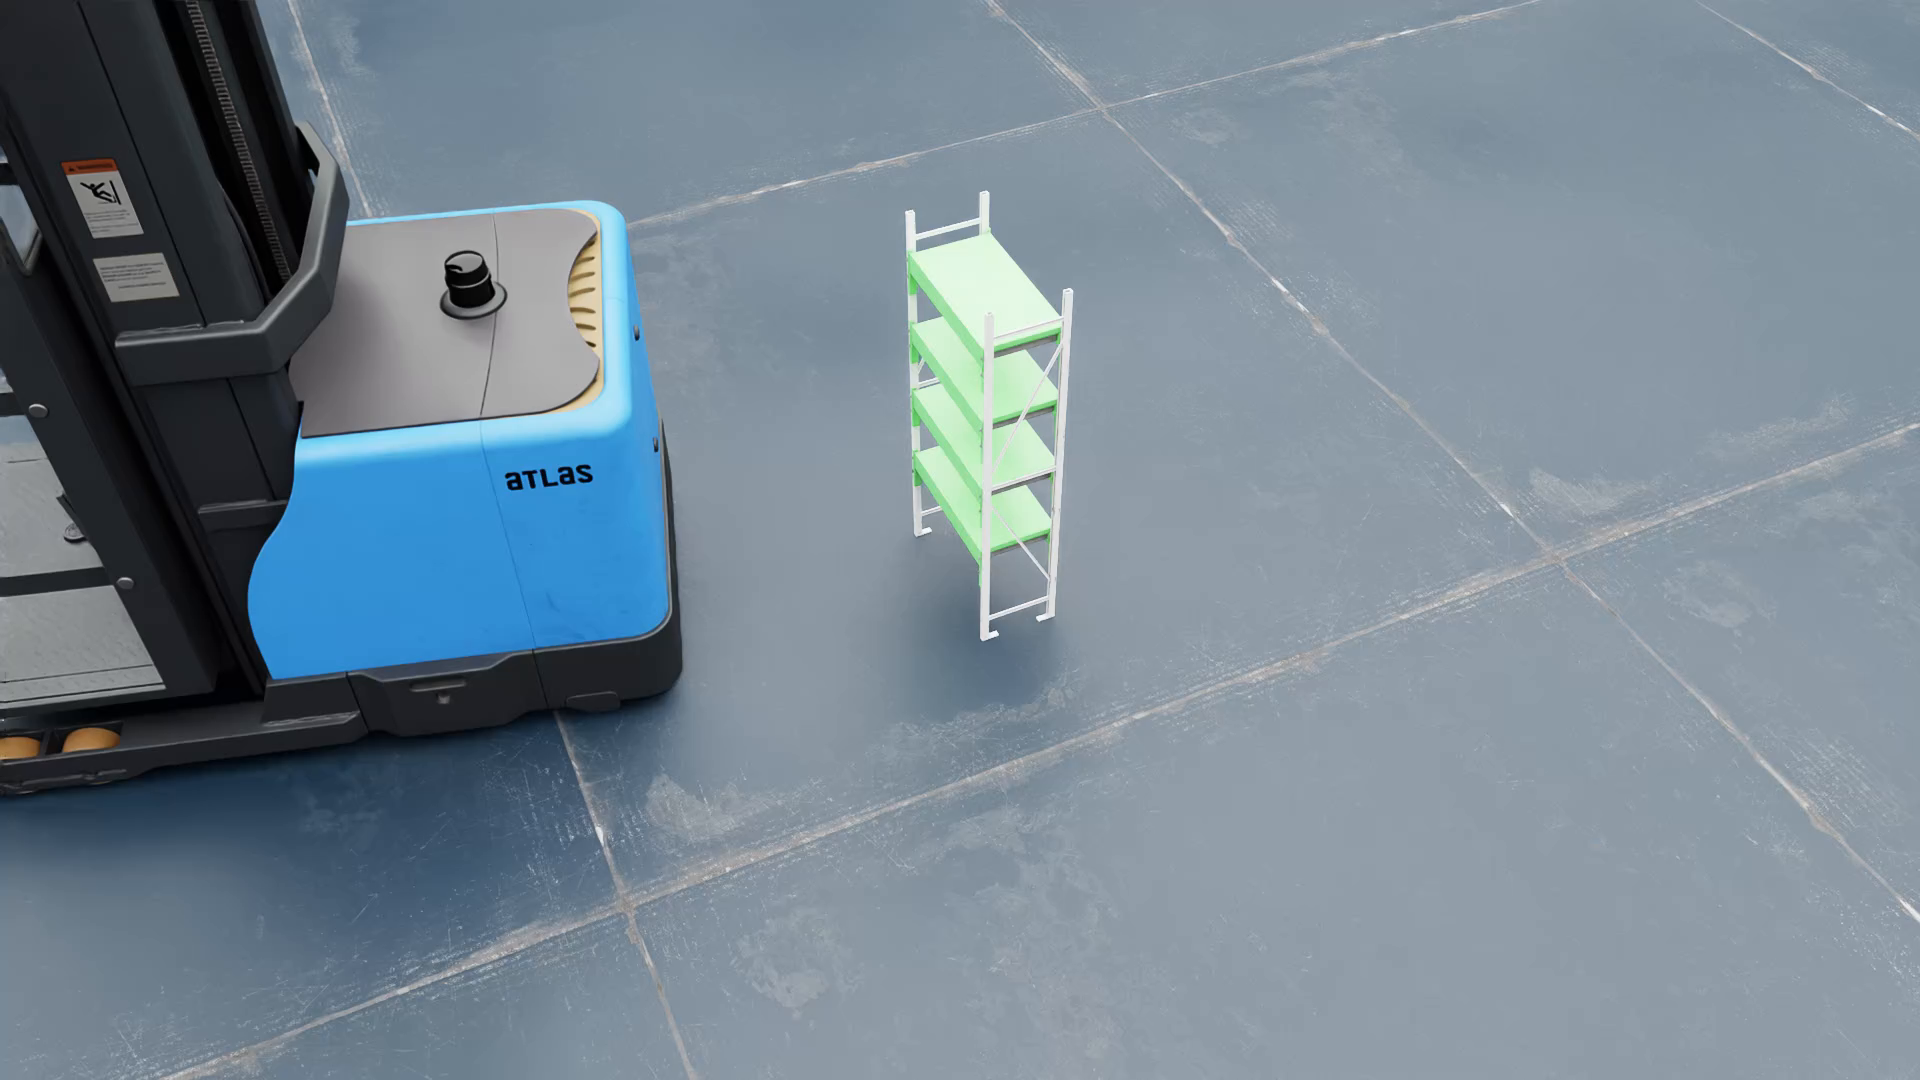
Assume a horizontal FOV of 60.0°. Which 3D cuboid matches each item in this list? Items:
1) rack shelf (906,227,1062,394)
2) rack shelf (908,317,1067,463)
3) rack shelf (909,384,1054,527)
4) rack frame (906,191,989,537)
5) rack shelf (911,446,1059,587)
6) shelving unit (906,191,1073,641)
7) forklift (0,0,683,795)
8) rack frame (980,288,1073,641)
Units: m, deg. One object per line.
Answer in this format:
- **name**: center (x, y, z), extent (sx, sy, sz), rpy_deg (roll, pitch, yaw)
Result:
- **rack shelf**: center (0.070, -0.618, 4.429), extent (0.258, 0.148, 0.480), rpy_deg (-18, 47, -17)
- **rack shelf**: center (0.070, -0.447, 4.598), extent (0.258, 0.148, 0.480), rpy_deg (-18, 47, -17)
- **rack shelf**: center (0.070, -0.276, 4.767), extent (0.258, 0.148, 0.480), rpy_deg (-18, 47, -17)
- **rack frame**: center (-0.033, -0.477, 4.879), extent (0.240, 1.200, 0.015), rpy_deg (-18, 47, -17)
- **rack shelf**: center (0.070, -0.105, 4.935), extent (0.258, 0.148, 0.480), rpy_deg (-18, 47, -17)
- **shelving unit**: center (0.070, -0.322, 4.722), extent (0.258, 1.200, 0.503), rpy_deg (-18, 47, -17)
- **forklift**: center (-2.361, -0.751, 3.924), extent (3.031, 2.935, 1.130), rpy_deg (-7, 45, -7)
- **rack frame**: center (0.172, -0.166, 4.564), extent (0.240, 1.200, 0.015), rpy_deg (-18, 47, -17)
